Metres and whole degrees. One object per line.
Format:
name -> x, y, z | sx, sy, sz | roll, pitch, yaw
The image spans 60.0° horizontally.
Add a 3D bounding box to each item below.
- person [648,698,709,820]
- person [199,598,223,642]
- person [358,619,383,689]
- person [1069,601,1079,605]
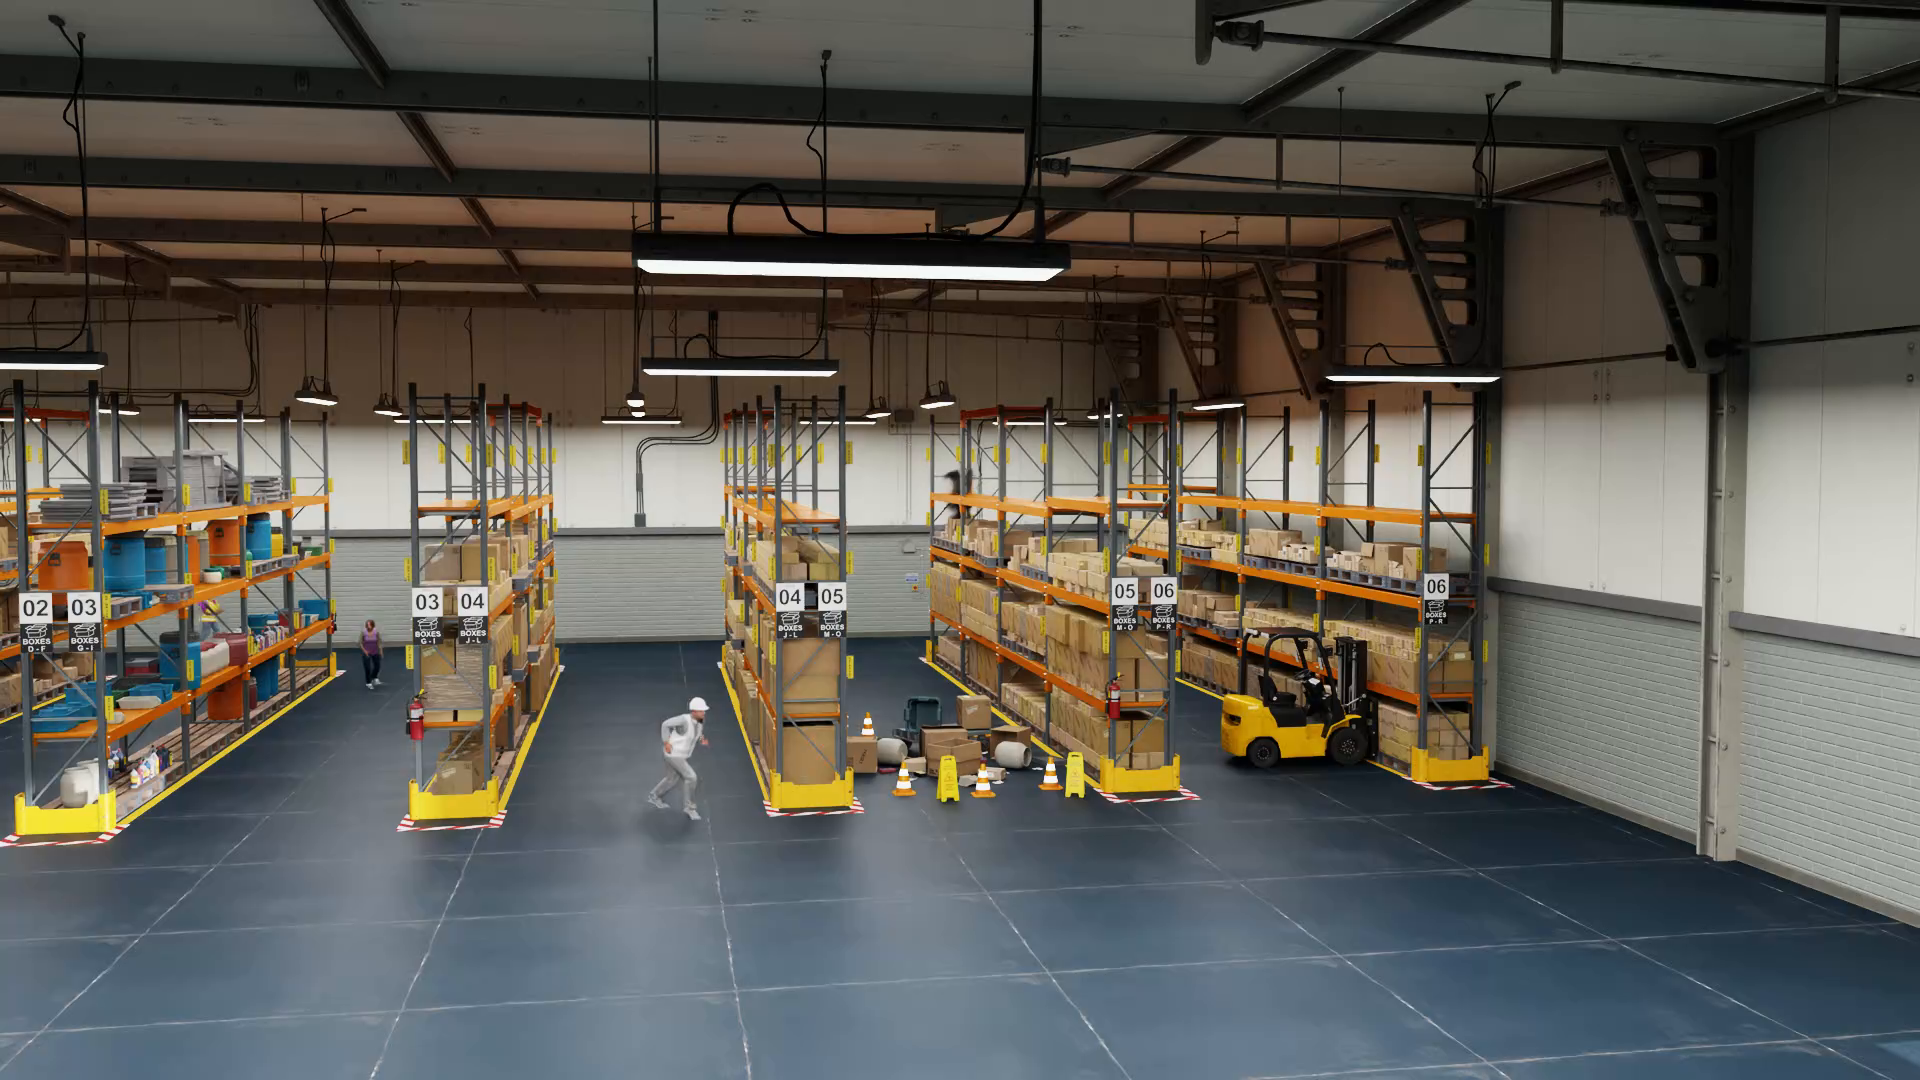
person -> -3.915, 3.023, 23.000 | 1.031, 1.730, 0.699 | 1, 3, 26
person -> -18.471, 2.047, 40.949 | 0.852, 1.824, 0.670 | 0, 3, 10
person -> -12.681, 2.442, 35.730 | 0.509, 1.520, 0.683 | -2, 3, -29
person -> 2.479, 1.986, 37.442 | 0.665, 1.731, 0.850 | -1, 3, -21
